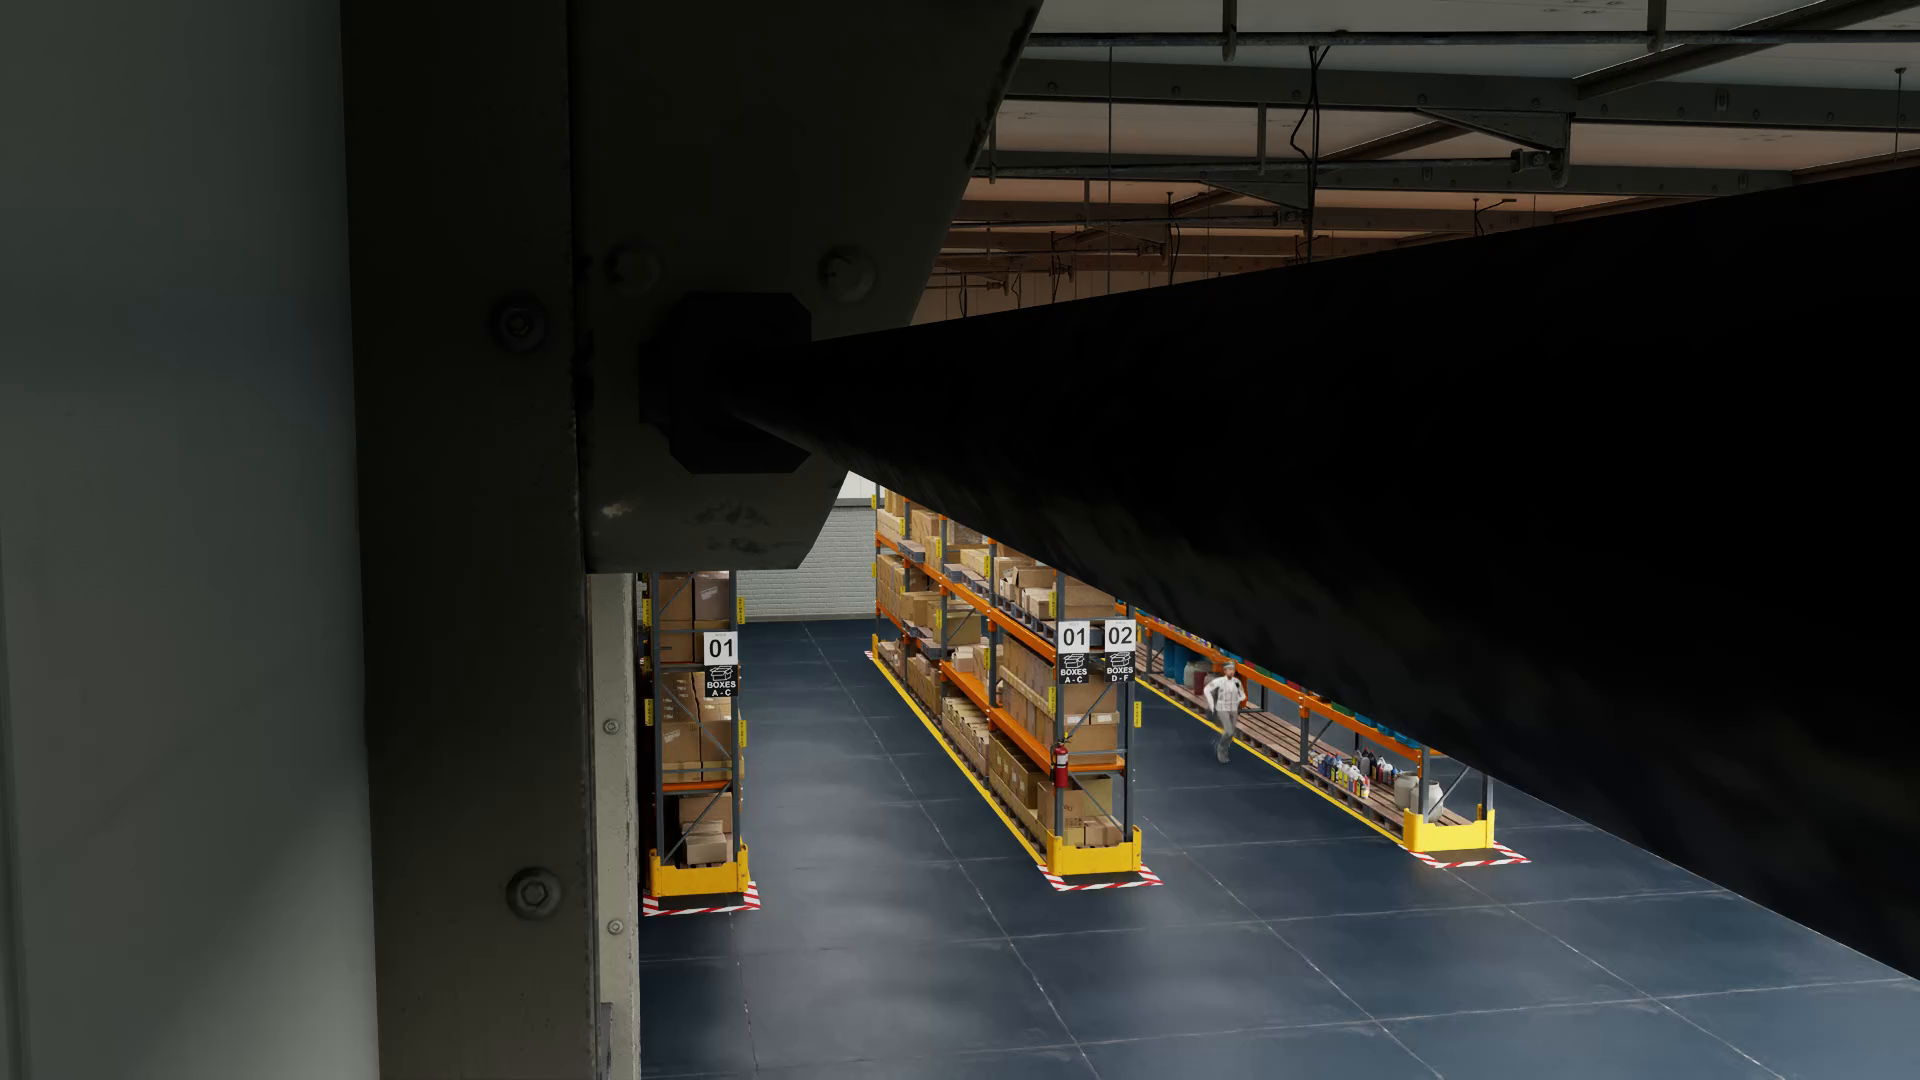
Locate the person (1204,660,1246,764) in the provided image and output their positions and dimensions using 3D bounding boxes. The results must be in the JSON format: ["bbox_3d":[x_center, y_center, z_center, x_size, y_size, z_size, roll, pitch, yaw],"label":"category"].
[{"bbox_3d":[4.300,2.753,26.642,0.598,1.669,0.611,-2,6,-21],"label":"person"}]
